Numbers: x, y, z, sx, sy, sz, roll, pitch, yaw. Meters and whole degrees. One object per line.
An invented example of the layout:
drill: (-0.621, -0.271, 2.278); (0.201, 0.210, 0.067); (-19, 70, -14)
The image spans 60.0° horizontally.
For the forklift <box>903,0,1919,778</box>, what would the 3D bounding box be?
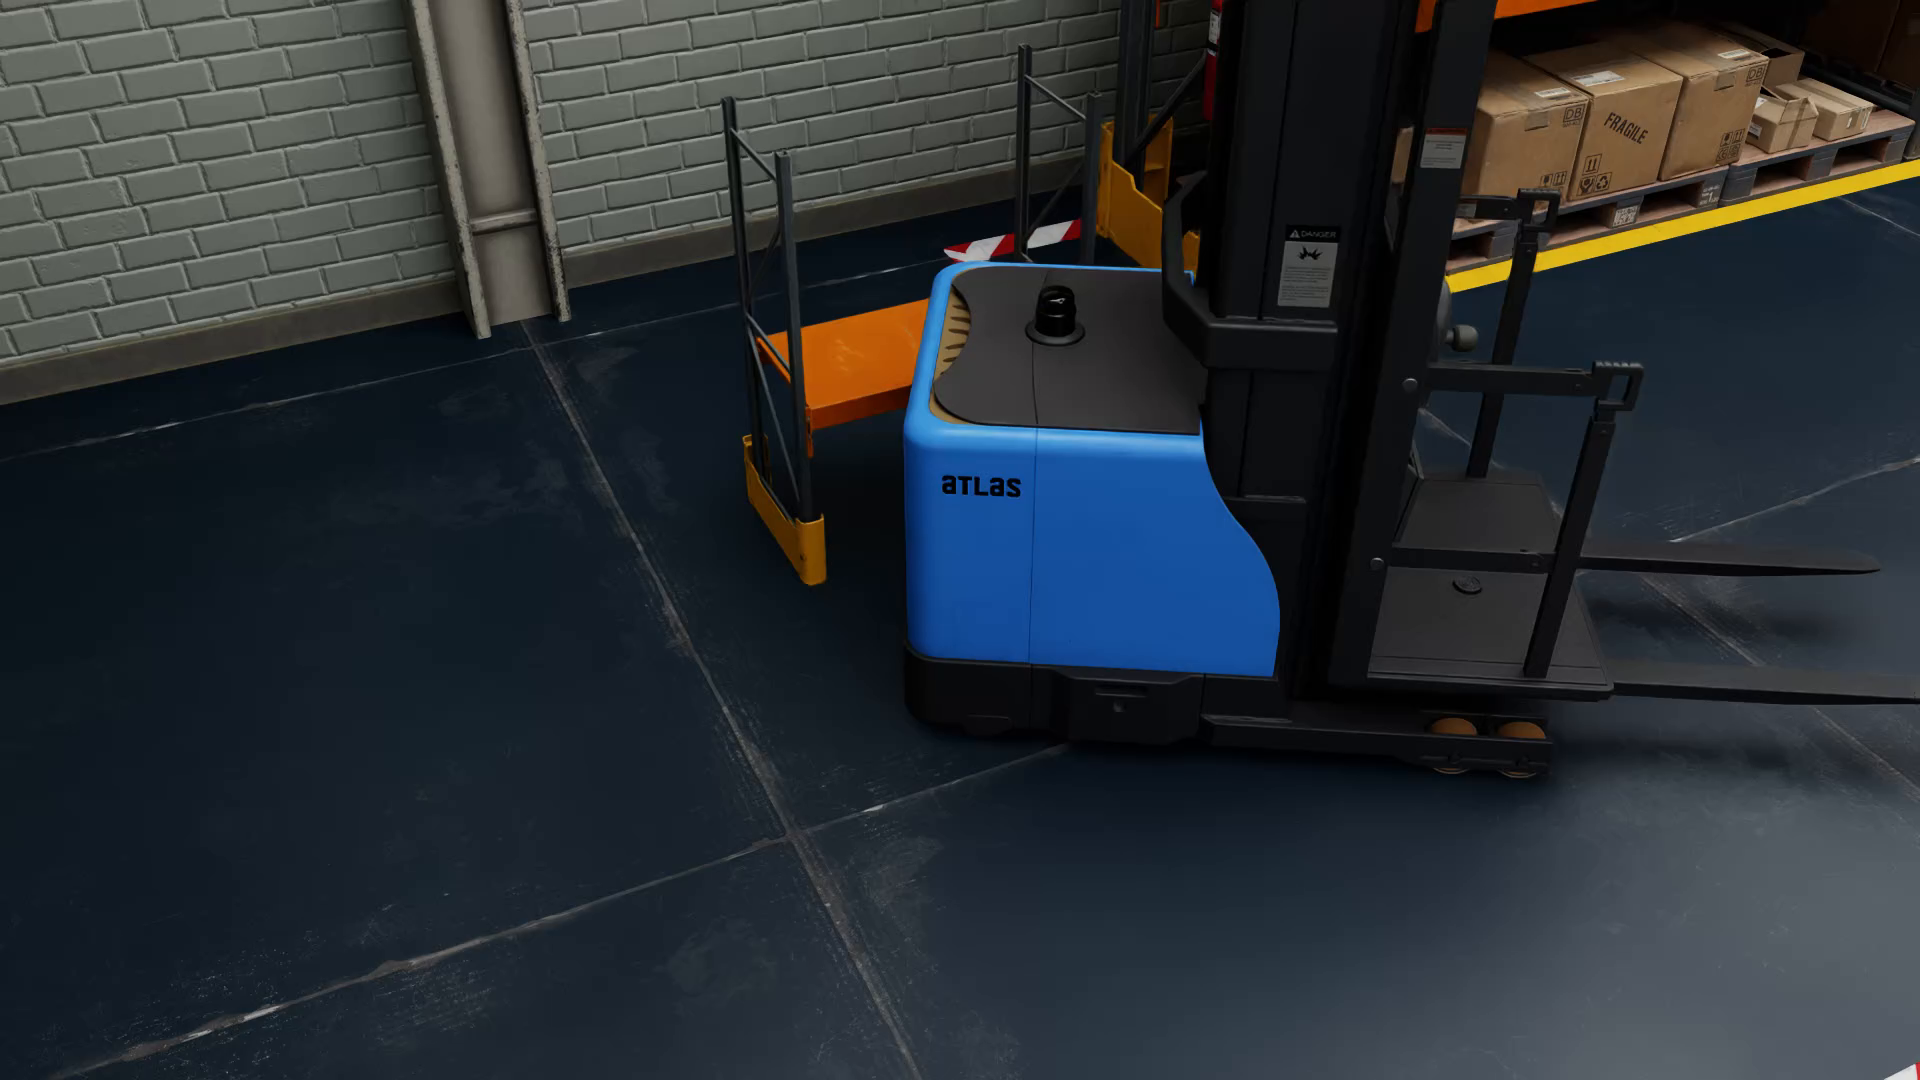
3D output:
forklift: (1.380, -0.820, 4.395); (3.031, 2.935, 1.130); (3, 37, 4)

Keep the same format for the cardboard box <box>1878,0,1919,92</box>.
cardboard box: (5.100, -2.541, 8.403); (0.500, 0.500, 0.500); (-14, 39, -18)

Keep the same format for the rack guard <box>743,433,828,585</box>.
rack guard: (-0.602, -0.113, 5.692); (0.087, 0.250, 0.587); (-16, 39, -21)

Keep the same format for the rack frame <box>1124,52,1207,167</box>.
rack frame: (0.947, -2.361, 6.415); (0.053, 2.616, 0.949); (-16, 39, -20)

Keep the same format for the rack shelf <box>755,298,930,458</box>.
rack shelf: (-0.145, -0.602, 5.605); (1.000, 0.185, 0.538); (-16, 39, -21)

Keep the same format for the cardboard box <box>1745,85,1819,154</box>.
cardboard box: (3.864, -2.056, 7.946); (0.258, 0.266, 0.396); (-14, 39, -18)

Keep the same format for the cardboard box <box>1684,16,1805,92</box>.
cardboard box: (3.868, -2.424, 8.404); (0.500, 0.311, 0.500); (-14, 39, -18)

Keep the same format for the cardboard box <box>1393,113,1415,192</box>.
cardboard box: (1.539, -1.632, 7.175); (0.637, 0.503, 0.797); (-17, 40, -22)

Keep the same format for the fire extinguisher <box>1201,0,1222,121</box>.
fire extinguisher: (1.009, -1.895, 6.165); (0.183, 0.674, 0.296); (-16, 39, -20)

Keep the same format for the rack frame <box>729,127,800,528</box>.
rack frame: (-0.604, -0.616, 5.321); (0.013, 1.308, 0.475); (-16, 39, -21)

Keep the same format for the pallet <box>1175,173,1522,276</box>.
pallet: (1.736, -1.464, 7.547); (1.213, 0.211, 1.003); (-16, 39, -20)

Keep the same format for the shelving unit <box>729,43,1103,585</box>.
shelving unit: (-0.154, -0.744, 5.495); (1.083, 1.500, 0.587); (-16, 39, -21)

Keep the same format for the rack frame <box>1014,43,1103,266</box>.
rack frame: (0.312, -0.879, 5.676); (0.032, 1.500, 0.500); (-16, 39, -21)

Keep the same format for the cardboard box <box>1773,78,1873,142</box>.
cardboard box: (4.187, -2.099, 8.103); (0.250, 0.149, 0.380); (-17, 40, -21)

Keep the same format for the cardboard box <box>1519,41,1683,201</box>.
cardboard box: (2.851, -1.906, 7.548); (0.500, 0.500, 0.500); (-15, 39, -19)
